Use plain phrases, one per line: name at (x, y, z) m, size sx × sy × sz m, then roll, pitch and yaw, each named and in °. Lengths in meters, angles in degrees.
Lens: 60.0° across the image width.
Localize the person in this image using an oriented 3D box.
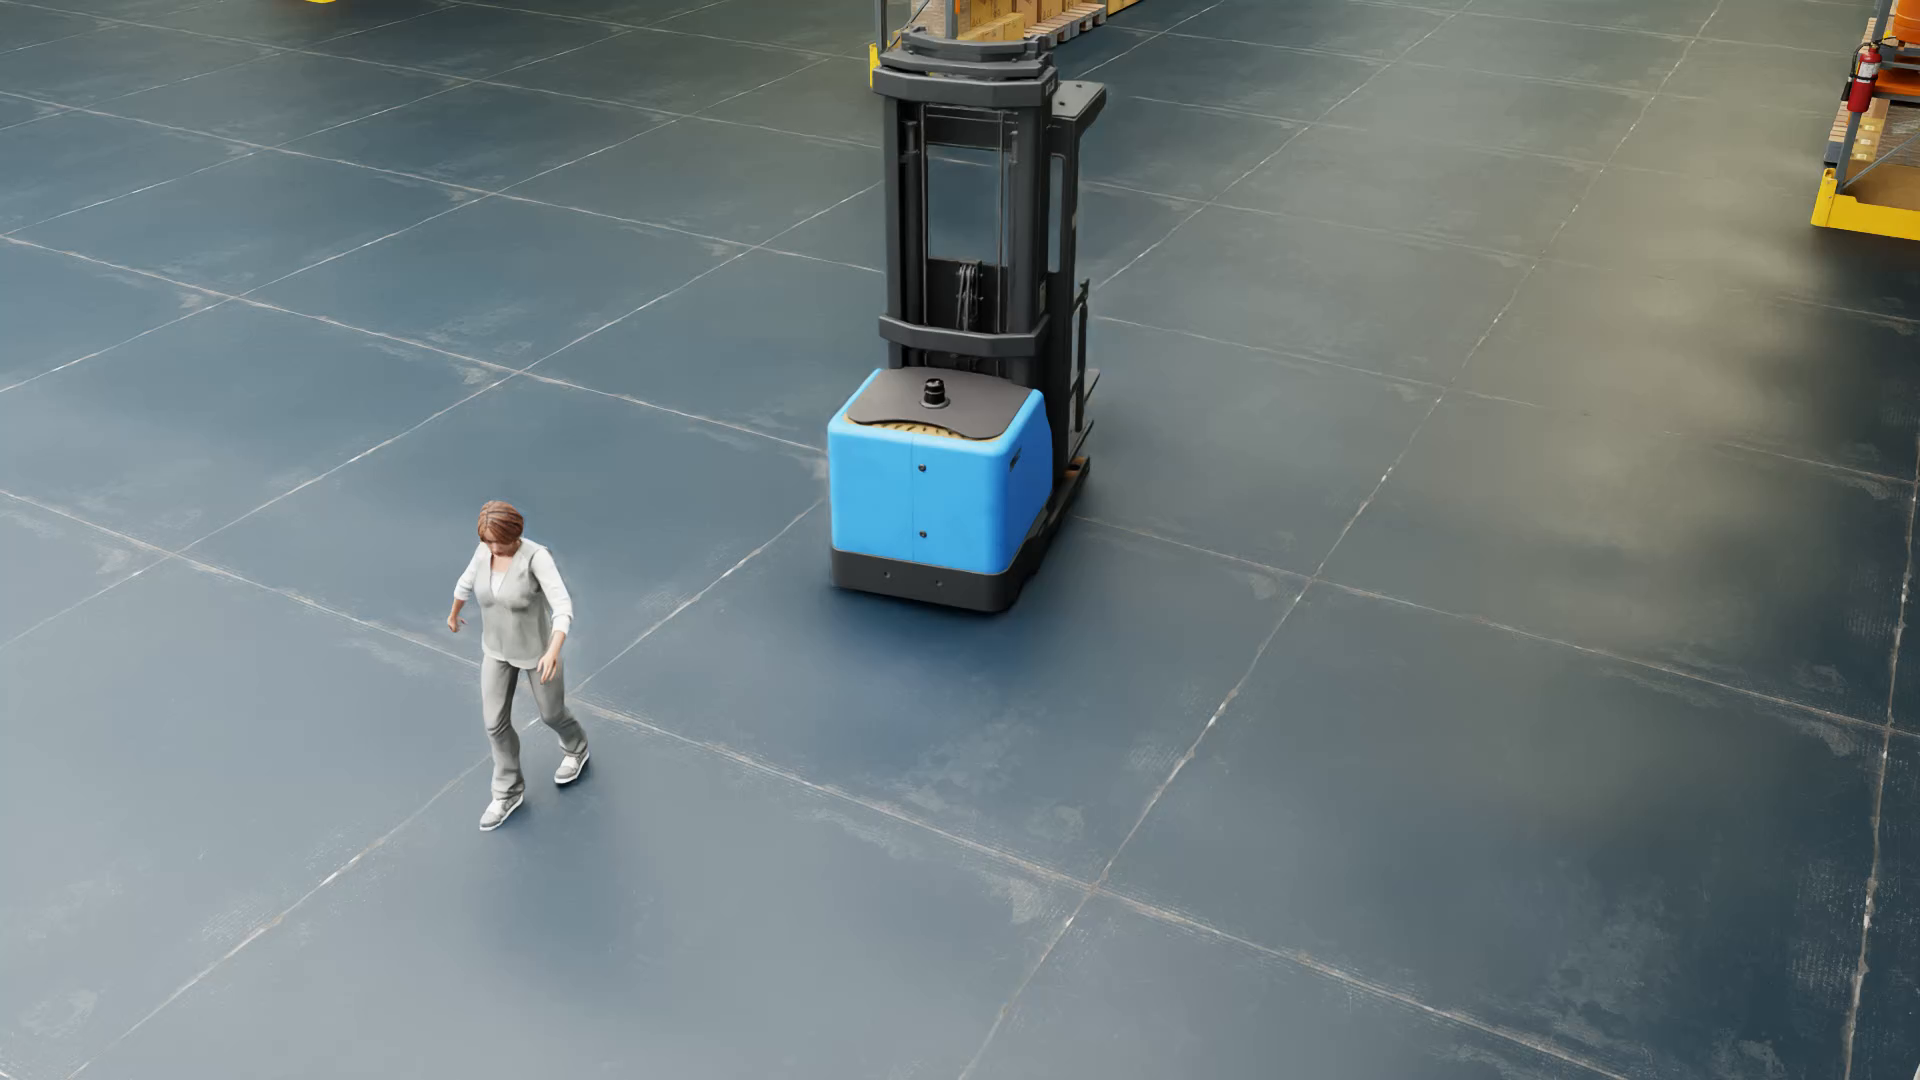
person at (-2.036, 0.535, 7.533) m, size 0.826 × 1.573 × 0.701 m, roll 9°, pitch 31°, yaw 15°

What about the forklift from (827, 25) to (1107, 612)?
forklift at (0.197, -1.596, 9.836) m, size 1.130 × 2.935 × 3.031 m, roll 9°, pitch 31°, yaw 15°
